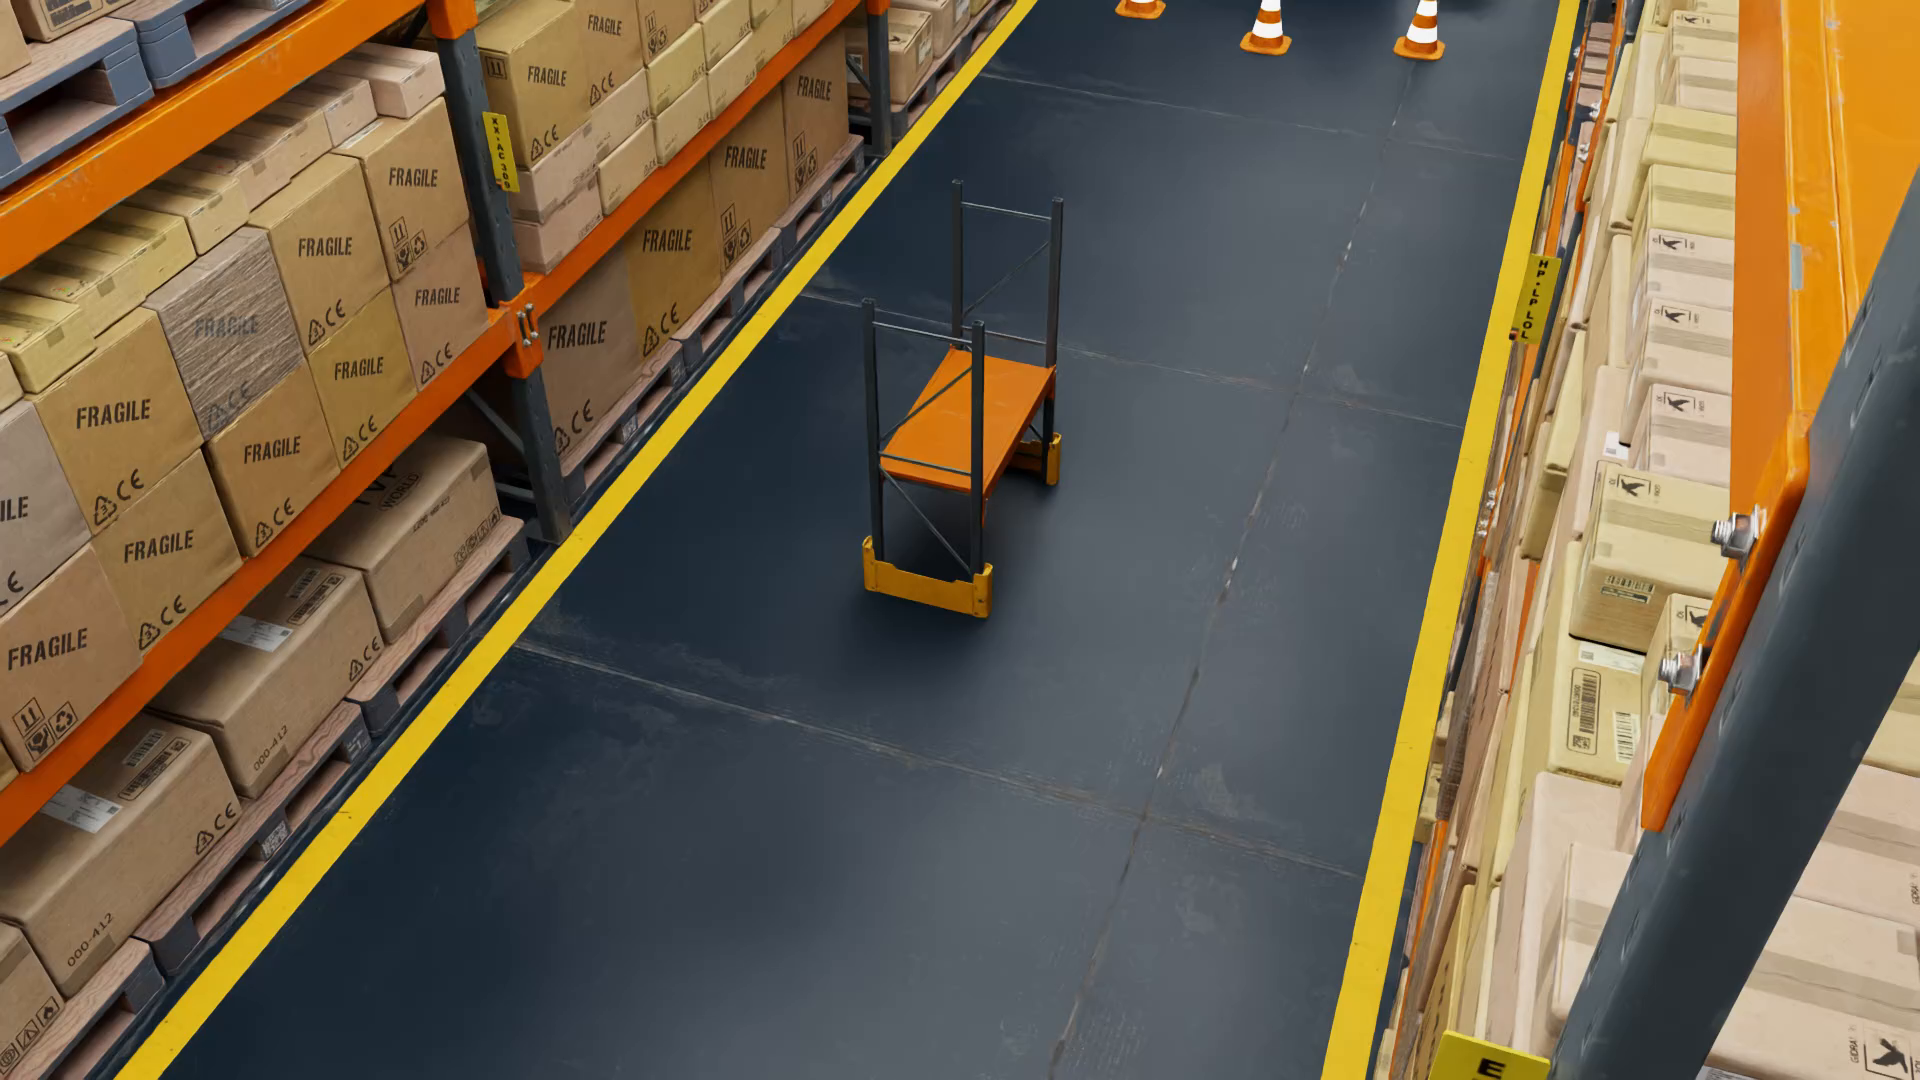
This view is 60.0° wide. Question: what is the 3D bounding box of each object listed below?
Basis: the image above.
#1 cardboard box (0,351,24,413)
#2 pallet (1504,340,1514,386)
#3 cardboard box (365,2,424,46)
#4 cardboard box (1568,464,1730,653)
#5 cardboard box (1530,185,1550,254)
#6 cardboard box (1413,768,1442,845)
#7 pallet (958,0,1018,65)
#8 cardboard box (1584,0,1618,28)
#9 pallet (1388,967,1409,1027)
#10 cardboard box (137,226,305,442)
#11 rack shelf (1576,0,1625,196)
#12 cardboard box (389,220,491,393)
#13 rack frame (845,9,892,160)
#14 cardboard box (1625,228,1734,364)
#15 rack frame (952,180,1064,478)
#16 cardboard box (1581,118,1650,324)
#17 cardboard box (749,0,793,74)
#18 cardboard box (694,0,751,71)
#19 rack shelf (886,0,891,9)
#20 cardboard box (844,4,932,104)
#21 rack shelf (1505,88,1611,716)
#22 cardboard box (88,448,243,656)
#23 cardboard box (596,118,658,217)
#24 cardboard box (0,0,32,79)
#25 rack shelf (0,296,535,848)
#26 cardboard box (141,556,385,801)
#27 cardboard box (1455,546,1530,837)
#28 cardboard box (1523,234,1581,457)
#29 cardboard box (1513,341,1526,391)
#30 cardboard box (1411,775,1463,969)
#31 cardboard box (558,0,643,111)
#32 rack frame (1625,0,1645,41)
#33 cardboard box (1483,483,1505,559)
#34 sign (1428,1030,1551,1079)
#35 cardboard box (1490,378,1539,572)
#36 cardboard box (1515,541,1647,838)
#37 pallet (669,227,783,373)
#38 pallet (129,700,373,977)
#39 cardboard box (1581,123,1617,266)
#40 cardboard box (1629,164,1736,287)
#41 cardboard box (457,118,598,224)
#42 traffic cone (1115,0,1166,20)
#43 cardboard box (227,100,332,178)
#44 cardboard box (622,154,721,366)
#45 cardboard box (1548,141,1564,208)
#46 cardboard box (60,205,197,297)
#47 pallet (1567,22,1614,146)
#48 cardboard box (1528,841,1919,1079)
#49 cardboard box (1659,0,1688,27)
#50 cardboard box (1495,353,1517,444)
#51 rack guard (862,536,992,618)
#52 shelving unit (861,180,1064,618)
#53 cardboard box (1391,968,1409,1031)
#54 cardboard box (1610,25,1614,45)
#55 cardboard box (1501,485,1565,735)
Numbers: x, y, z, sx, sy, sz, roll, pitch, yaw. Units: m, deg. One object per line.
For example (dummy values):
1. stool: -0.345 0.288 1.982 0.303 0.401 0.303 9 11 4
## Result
1. cardboard box: -2.820 -0.426 4.544 0.380 0.149 0.250 14 42 15
2. pallet: 3.494 -1.123 8.857 1.003 0.211 1.213 13 42 15
3. cardboard box: -2.375 -2.004 6.894 0.500 0.500 0.500 15 43 16
4. cardboard box: 1.116 0.055 2.440 0.380 0.149 0.250 14 42 16
5. cardboard box: 3.281 -1.494 8.746 0.500 0.500 0.500 12 42 13
6. cardboard box: 1.877 1.018 6.073 0.380 0.149 0.250 14 43 16
7. pallet: -0.236 -3.854 12.058 1.003 0.211 1.213 13 42 15
8. cardboard box: 3.664 -3.032 8.870 0.500 0.500 0.500 13 42 15
9. pallet: 1.783 2.005 5.191 1.003 0.211 1.213 13 42 15
10. cardboard box: -2.540 -0.706 5.373 0.500 0.500 0.500 14 42 16
11. rack shelf: 3.078 -2.307 6.340 1.077 0.370 4.000 13 42 15
12. cardboard box: -2.210 -0.956 6.436 0.500 0.500 0.500 14 42 15
13. rack frame: -0.924 -3.697 9.726 1.000 3.000 0.127 13 42 15
14. cardboard box: 1.411 -0.408 2.983 0.380 0.149 0.250 12 42 14
15. rack frame: 0.203 -0.933 7.641 0.500 1.500 0.032 13 42 15
16. cardboard box: 1.645 -0.647 3.571 0.500 0.250 0.500 14 42 16
17. cardboard box: -1.200 -2.655 8.620 0.500 0.250 0.500 13 42 15
18. cardboard box: -1.356 -2.531 8.090 0.500 0.250 0.500 12 42 14
19. rack shelf: -0.240 -4.643 11.389 1.077 0.370 4.000 13 42 15
20. cardboard box: -0.721 -3.199 10.843 0.950 0.372 0.625 11 42 12
21. rack shelf: 1.711 0.132 3.481 1.077 0.370 4.000 13 42 15
22. cardboard box: -2.732 -0.015 5.333 0.500 0.500 0.500 15 43 17
23. cardboard box: -1.718 -1.726 7.531 0.500 0.250 0.500 12 42 14
24. cardboard box: -2.829 -1.391 4.234 0.500 0.500 0.500 14 42 16
25. rack shelf: -2.976 0.236 5.670 1.077 0.370 4.000 13 42 15
26. cardboard box: -2.913 0.463 6.500 0.875 0.438 0.875 12 42 14
27. cardboard box: 1.470 0.402 3.845 0.500 0.500 0.500 12 42 14
28. cardboard box: 2.011 -0.531 4.938 0.500 0.500 0.500 14 43 16
29. cardboard box: 2.767 -0.861 7.426 0.500 0.250 0.500 12 42 13
30. cardboard box: 1.464 0.811 4.136 0.500 0.500 0.500 15 43 17
31. cardboard box: -1.723 -2.197 7.120 0.500 0.500 0.500 13 42 15
32. rack frame: 2.395 -2.502 3.703 1.000 3.000 0.127 13 42 15
33. cardboard box: 1.990 -0.024 5.615 0.380 0.149 0.250 15 43 17
34. sign: 0.512 0.606 1.689 0.100 0.325 0.005 13 42 15
35. cardboard box: 1.988 -0.125 5.233 0.500 0.500 0.500 13 42 14
36. cardboard box: 1.119 0.296 2.465 0.500 0.250 0.500 12 42 14
37. pallet: -1.683 -1.430 9.217 1.003 0.211 1.213 13 42 15
38. pallet: -3.041 0.997 6.373 1.003 0.211 1.213 13 42 15
39. cardboard box: 1.826 -0.773 4.103 0.500 0.250 0.500 13 42 14
40. cardboard box: 1.496 -0.569 3.171 0.380 0.149 0.250 12 42 14
41. cardboard box: -1.876 -1.596 6.994 0.500 0.250 0.500 12 42 14
42. traffic cone: 1.336 -4.104 12.158 0.336 0.463 0.334 13 42 15
43. cardboard box: -2.385 -1.377 5.660 0.380 0.149 0.250 13 42 15
44. cardboard box: -1.853 -1.557 8.531 0.875 0.875 0.875 14 43 16
45. cardboard box: 3.299 -1.787 8.512 0.500 0.250 0.500 11 42 13
46. cardboard box: -2.594 -0.898 5.098 0.380 0.149 0.250 12 42 14
47. pallet: 3.619 -2.129 8.035 1.213 0.211 1.003 13 42 15
48. cardboard box: 0.864 0.526 1.889 0.380 0.149 0.250 13 42 15
49. cardboard box: 1.943 -1.364 4.103 0.380 0.149 0.250 12 42 13
50. cardboard box: 2.766 -0.561 7.652 0.500 0.500 0.500 12 42 14
51. rack guard: -0.144 0.162 7.321 0.587 0.250 0.087 13 42 15
52. shelving unit: 0.026 -0.617 7.271 0.587 1.500 1.083 13 42 15
53. cardboard box: 1.561 1.539 5.233 0.380 0.149 0.250 13 42 15
54. cardboard box: 3.420 -2.496 8.188 0.380 0.149 0.250 13 42 14
55. cardboard box: 1.283 0.187 2.978 0.500 0.250 0.500 15 43 17
